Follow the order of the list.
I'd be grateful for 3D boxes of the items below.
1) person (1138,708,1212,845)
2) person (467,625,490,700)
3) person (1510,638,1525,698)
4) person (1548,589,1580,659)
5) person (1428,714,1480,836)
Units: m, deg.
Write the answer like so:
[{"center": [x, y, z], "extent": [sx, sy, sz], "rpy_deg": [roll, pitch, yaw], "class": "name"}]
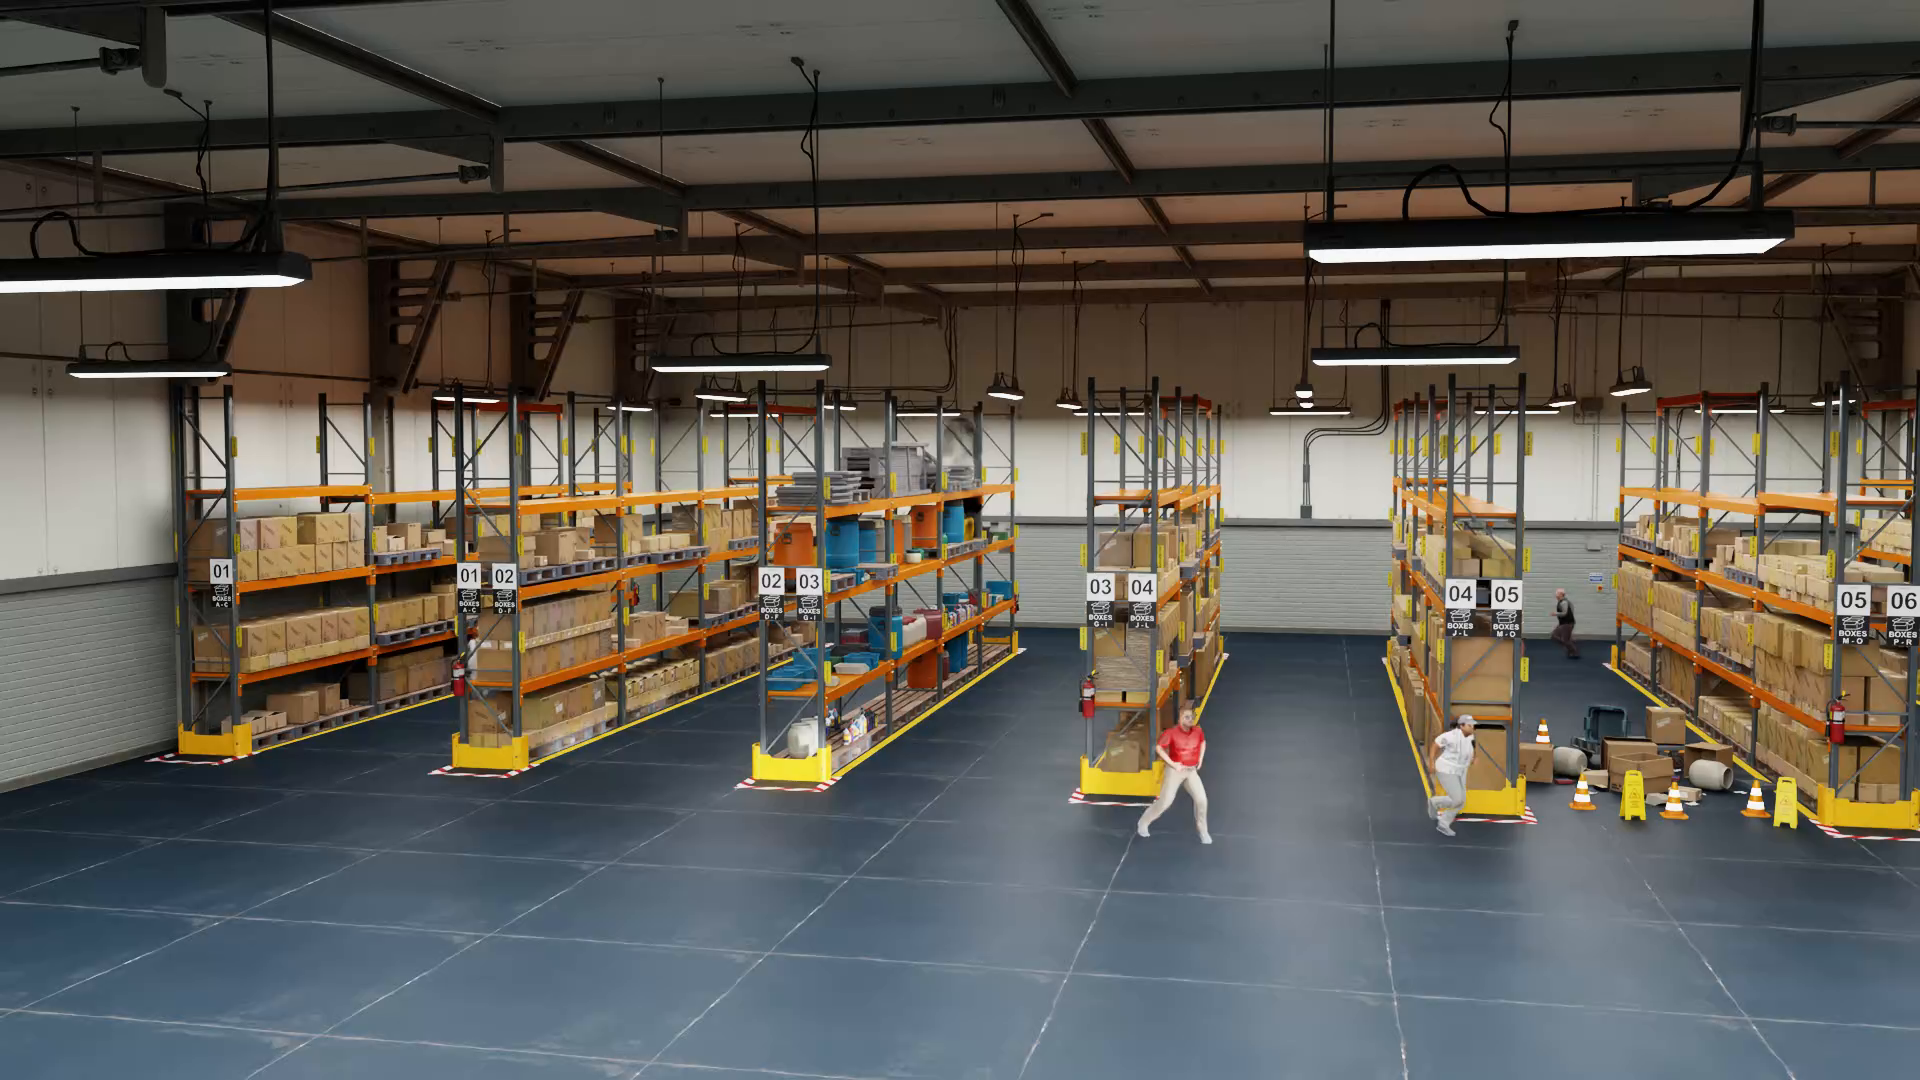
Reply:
[{"center": [2.769, 2.994, 21.148], "extent": [0.906, 1.735, 0.759], "rpy_deg": [-2, 4, -25], "class": "person"}, {"center": [-8.830, 2.405, 30.584], "extent": [0.637, 1.740, 0.659], "rpy_deg": [-1, 3, -10], "class": "person"}, {"center": [10.550, 2.356, 32.204], "extent": [0.703, 1.739, 0.703], "rpy_deg": [1, 3, 10], "class": "person"}, {"center": [14.190, 1.969, 39.049], "extent": [0.736, 1.644, 0.619], "rpy_deg": [1, 3, 10], "class": "person"}, {"center": [6.379, 3.027, 21.445], "extent": [0.595, 1.590, 0.684], "rpy_deg": [-3, 4, -39], "class": "person"}]
